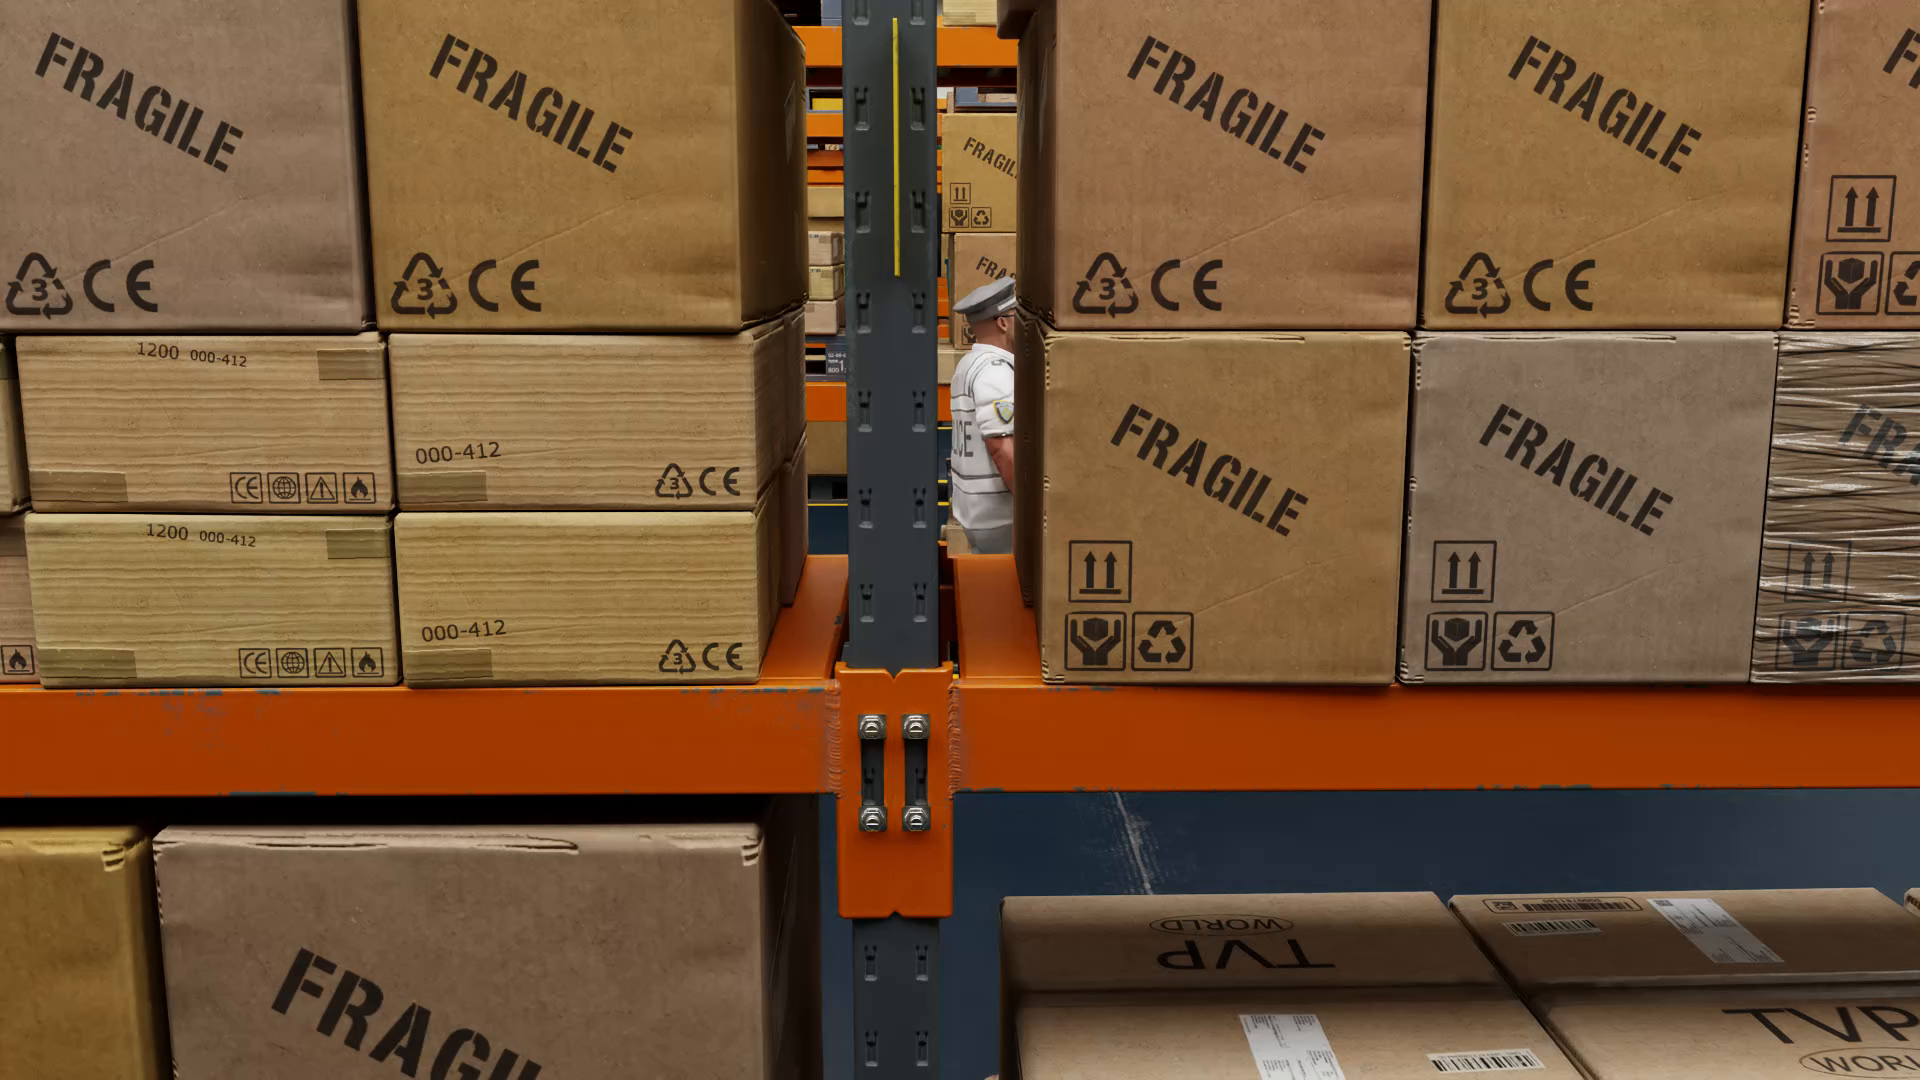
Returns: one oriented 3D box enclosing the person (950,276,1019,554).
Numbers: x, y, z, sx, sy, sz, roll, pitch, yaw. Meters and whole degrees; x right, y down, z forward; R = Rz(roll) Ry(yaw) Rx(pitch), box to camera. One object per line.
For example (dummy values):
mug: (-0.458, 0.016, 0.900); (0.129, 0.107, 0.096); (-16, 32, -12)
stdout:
person: (0.260, -0.100, 6.308); (0.574, 1.780, 0.640); (-3, 11, -14)
